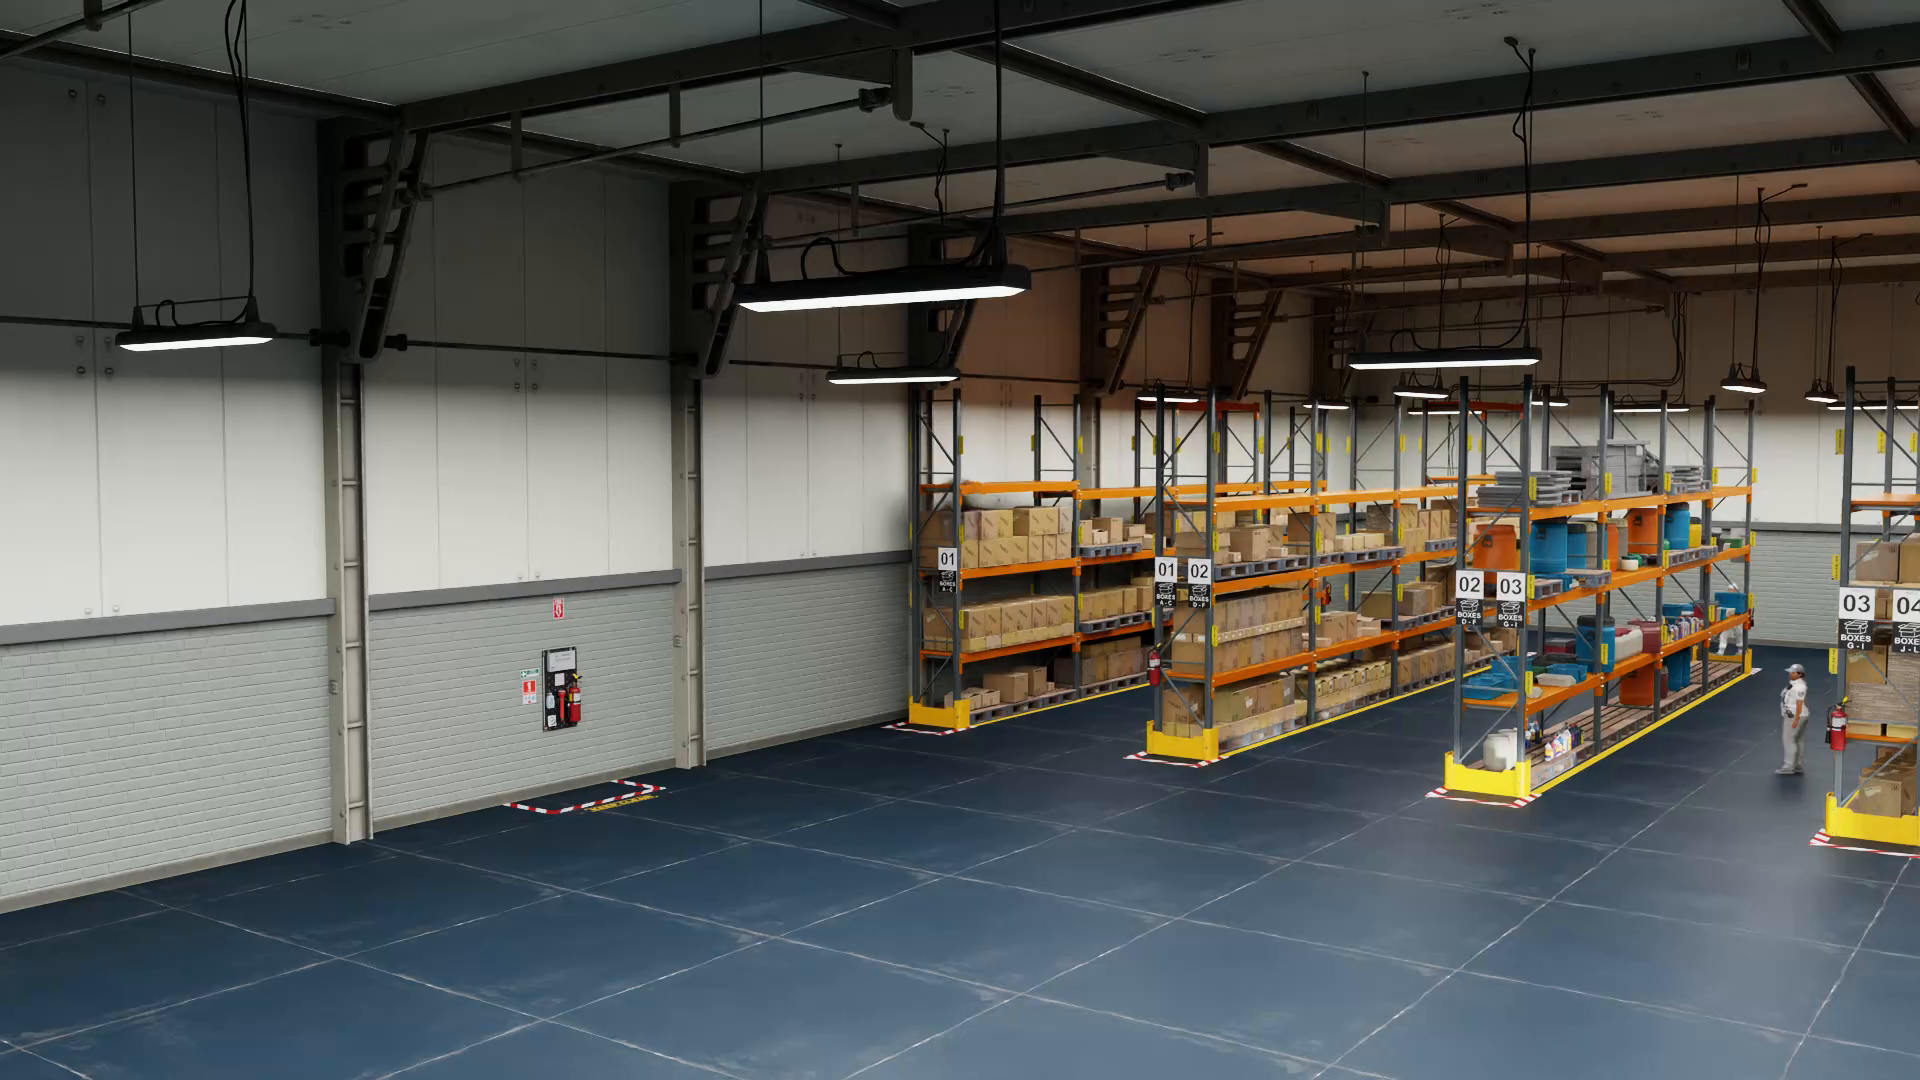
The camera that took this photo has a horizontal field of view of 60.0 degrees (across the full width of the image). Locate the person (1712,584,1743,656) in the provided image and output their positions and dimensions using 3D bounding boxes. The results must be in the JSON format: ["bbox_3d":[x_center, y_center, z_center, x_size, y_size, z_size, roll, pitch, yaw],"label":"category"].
[{"bbox_3d":[18.070,1.901,38.950,1.043,1.745,0.572,-3,4,-43],"label":"person"}]

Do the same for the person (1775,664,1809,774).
[{"bbox_3d":[12.732,2.728,25.415,0.411,1.673,0.539,2,4,36],"label":"person"}]

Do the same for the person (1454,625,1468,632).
[{"bbox_3d":[12.415,1.780,41.184,0.805,1.758,0.597,2,4,32],"label":"person"}]
